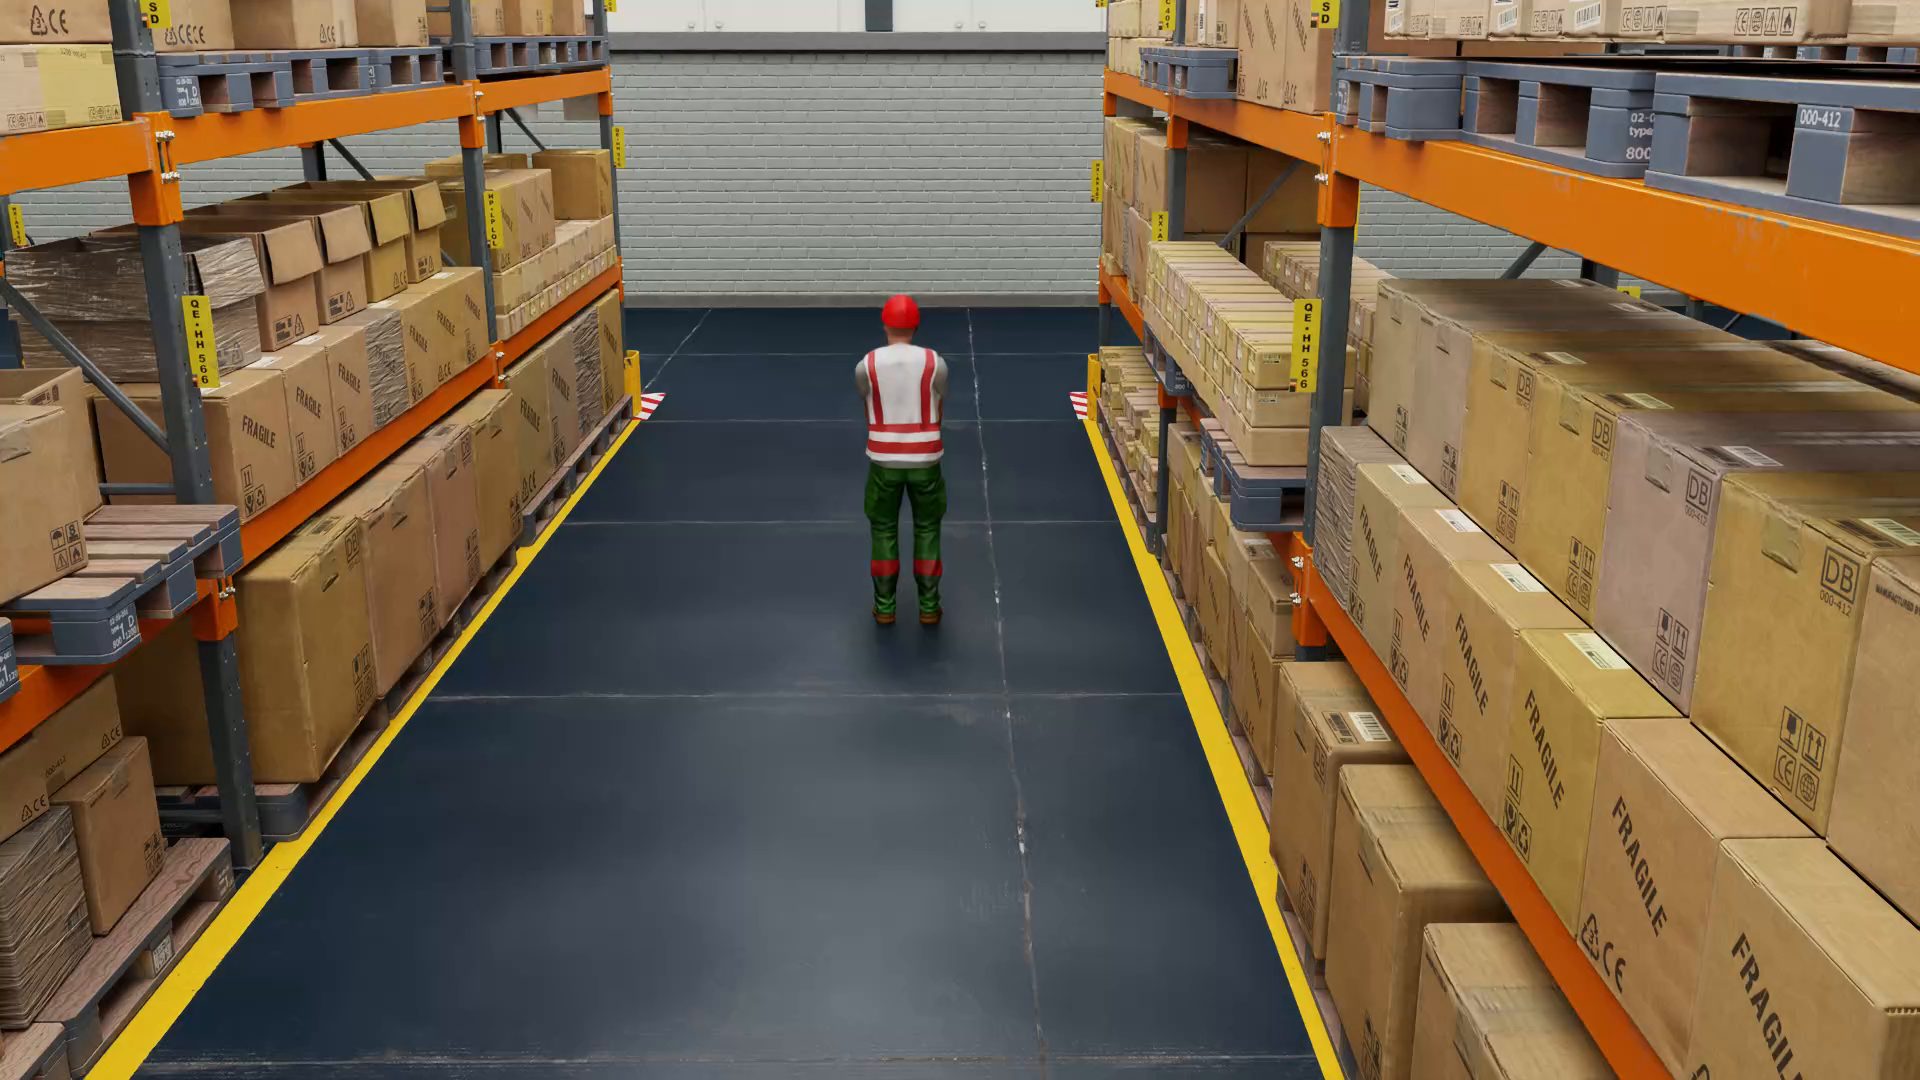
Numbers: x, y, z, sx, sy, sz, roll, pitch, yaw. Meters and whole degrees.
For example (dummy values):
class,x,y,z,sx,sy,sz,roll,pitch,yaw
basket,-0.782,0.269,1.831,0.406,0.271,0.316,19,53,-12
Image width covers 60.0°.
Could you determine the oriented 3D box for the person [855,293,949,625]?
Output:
class,x,y,z,sx,sy,sz,roll,pitch,yaw
person,-0.309,-0.452,8.989,0.495,1.786,0.554,0,17,-2
